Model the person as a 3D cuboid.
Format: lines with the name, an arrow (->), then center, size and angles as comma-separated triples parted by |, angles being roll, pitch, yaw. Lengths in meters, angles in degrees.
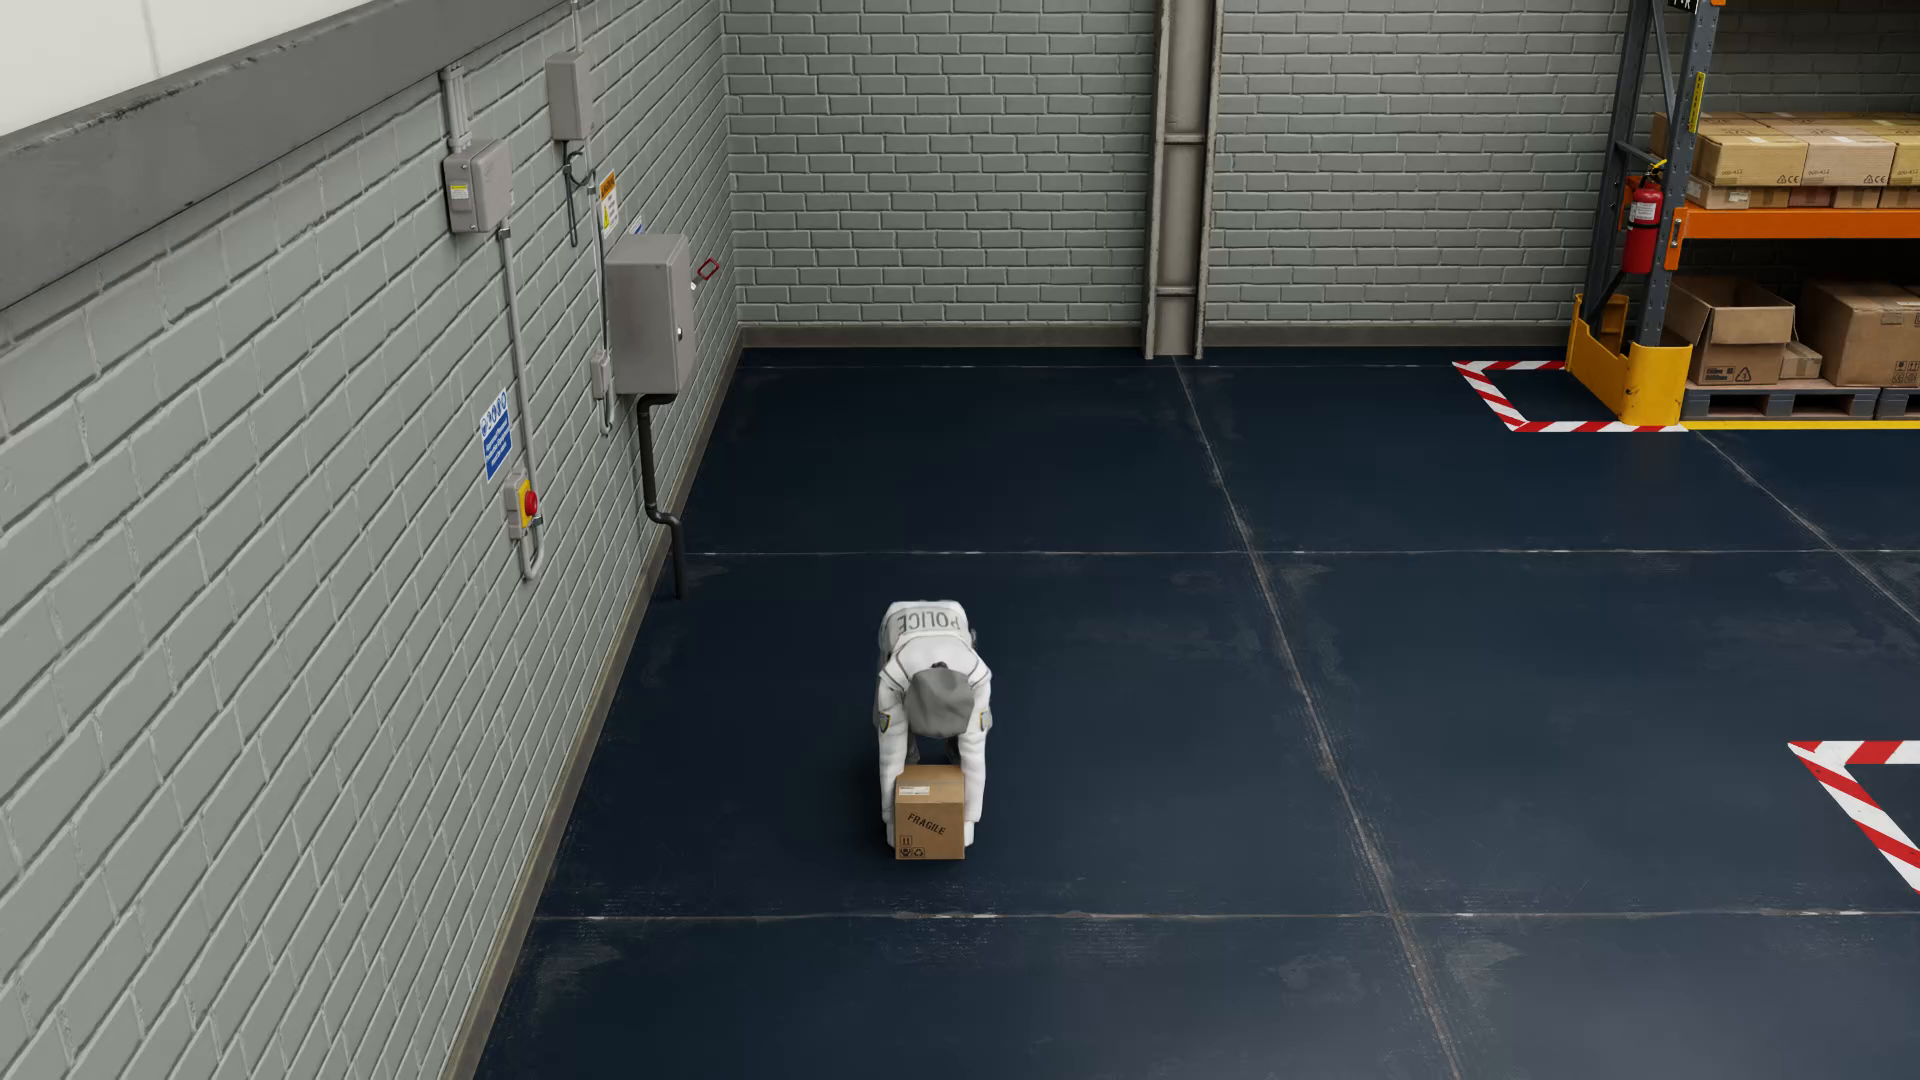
person -> -0.104, 0.658, 6.277 | 0.448, 0.762, 0.915 | -1, 24, -2
